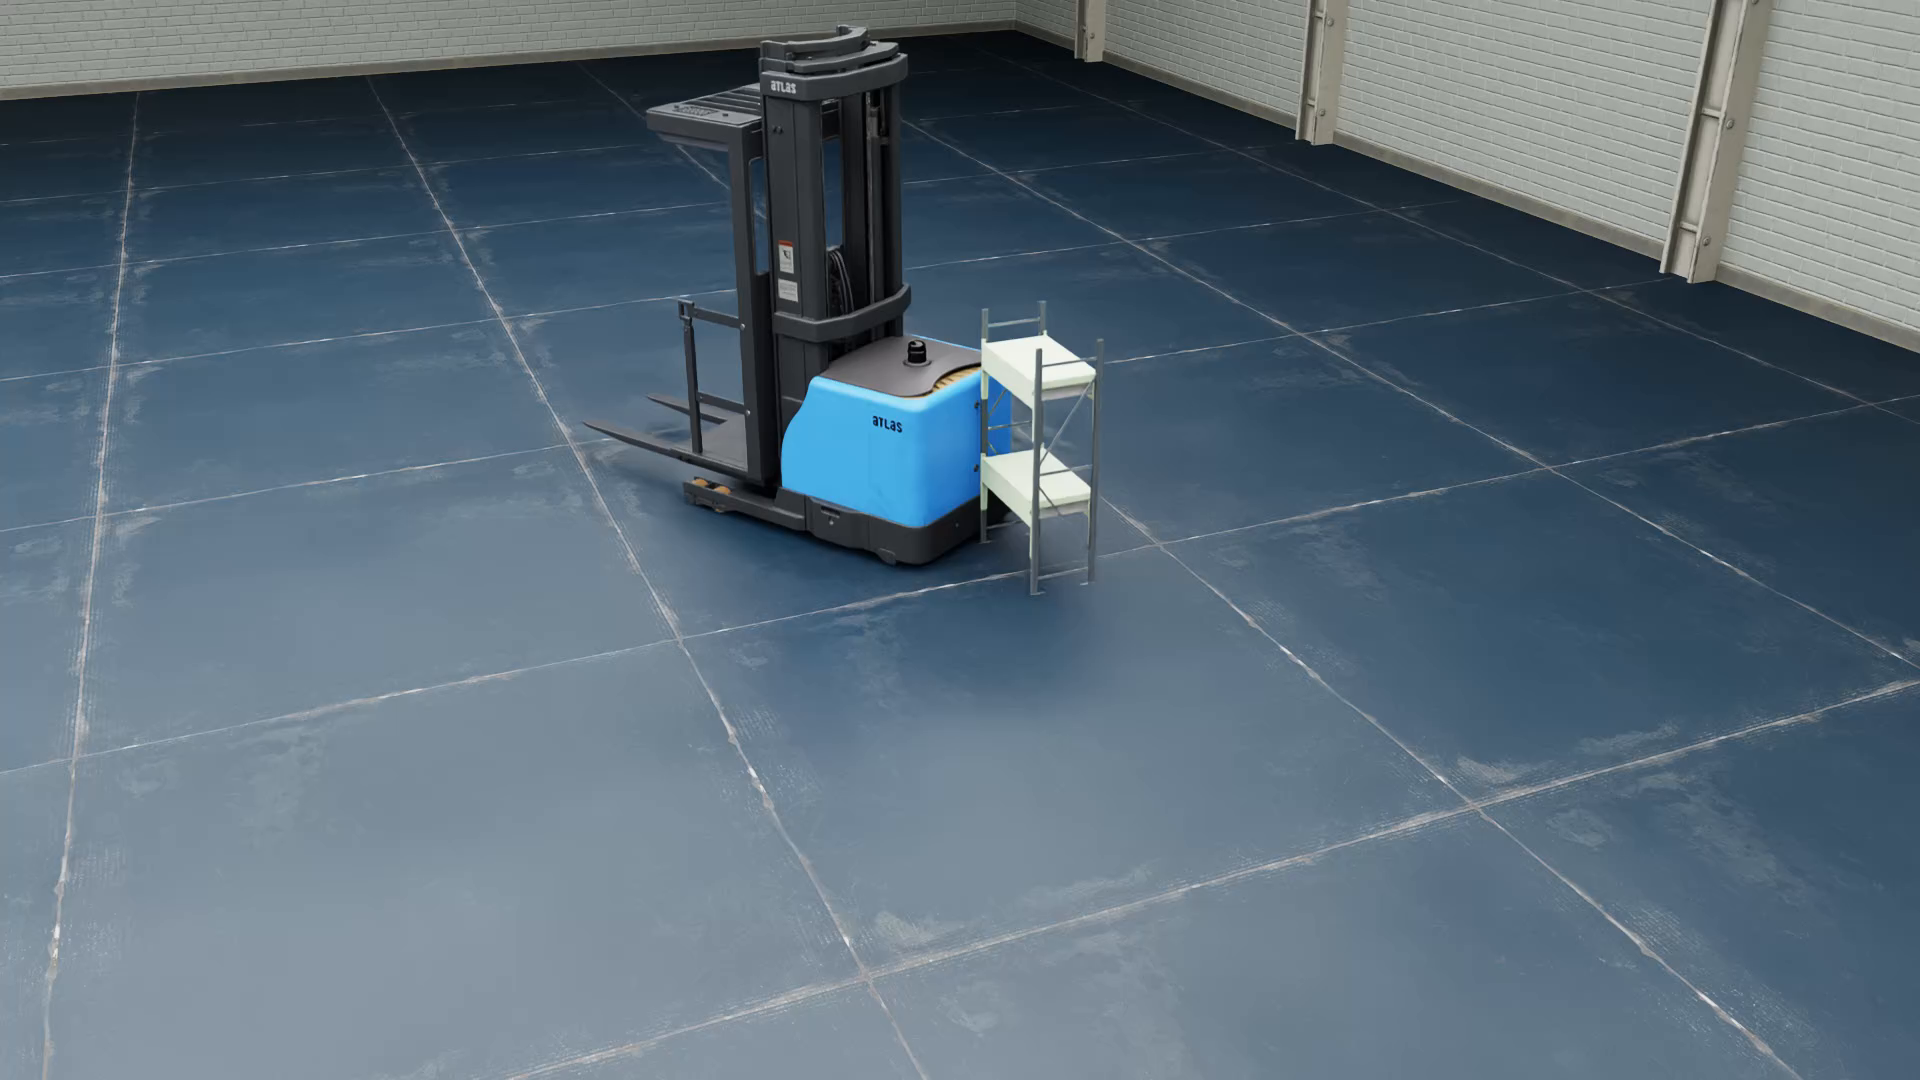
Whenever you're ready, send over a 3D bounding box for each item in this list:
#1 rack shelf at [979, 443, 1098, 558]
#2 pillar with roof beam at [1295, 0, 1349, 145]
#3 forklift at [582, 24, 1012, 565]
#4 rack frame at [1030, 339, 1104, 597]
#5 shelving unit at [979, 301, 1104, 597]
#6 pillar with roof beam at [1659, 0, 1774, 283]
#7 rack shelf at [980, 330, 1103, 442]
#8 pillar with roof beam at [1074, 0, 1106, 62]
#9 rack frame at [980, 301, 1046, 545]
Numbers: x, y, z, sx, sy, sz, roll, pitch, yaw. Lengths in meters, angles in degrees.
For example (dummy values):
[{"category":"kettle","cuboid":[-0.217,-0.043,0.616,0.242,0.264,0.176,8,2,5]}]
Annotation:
[{"category":"rack shelf","cuboid":[0.453,-0.241,9.776,0.431,0.370,0.720,-10,28,-20]},{"category":"pillar with roof beam","cuboid":[0.342,-8.143,16.672,9.100,9.000,0.400,-11,28,-21]},{"category":"forklift","cuboid":[-1.165,-1.662,10.313,3.031,2.935,1.130,17,31,31]},{"category":"rack frame","cuboid":[0.594,-0.385,9.330,0.400,1.500,0.023,-10,28,-20]},{"category":"shelving unit","cuboid":[0.453,-0.534,9.633,0.431,1.500,0.755,-10,28,-20]},{"category":"pillar with roof beam","cuboid":[2.691,-5.721,11.711,9.100,9.000,0.400,-11,28,-21]},{"category":"rack shelf","cuboid":[0.453,-0.884,9.462,0.431,0.370,0.720,-10,28,-20]},{"category":"pillar with roof beam","cuboid":[-2.008,-10.566,21.633,9.100,9.000,0.400,-11,28,-21]},{"category":"rack frame","cuboid":[0.312,-0.682,9.937,0.400,1.500,0.023,-10,28,-20]}]
